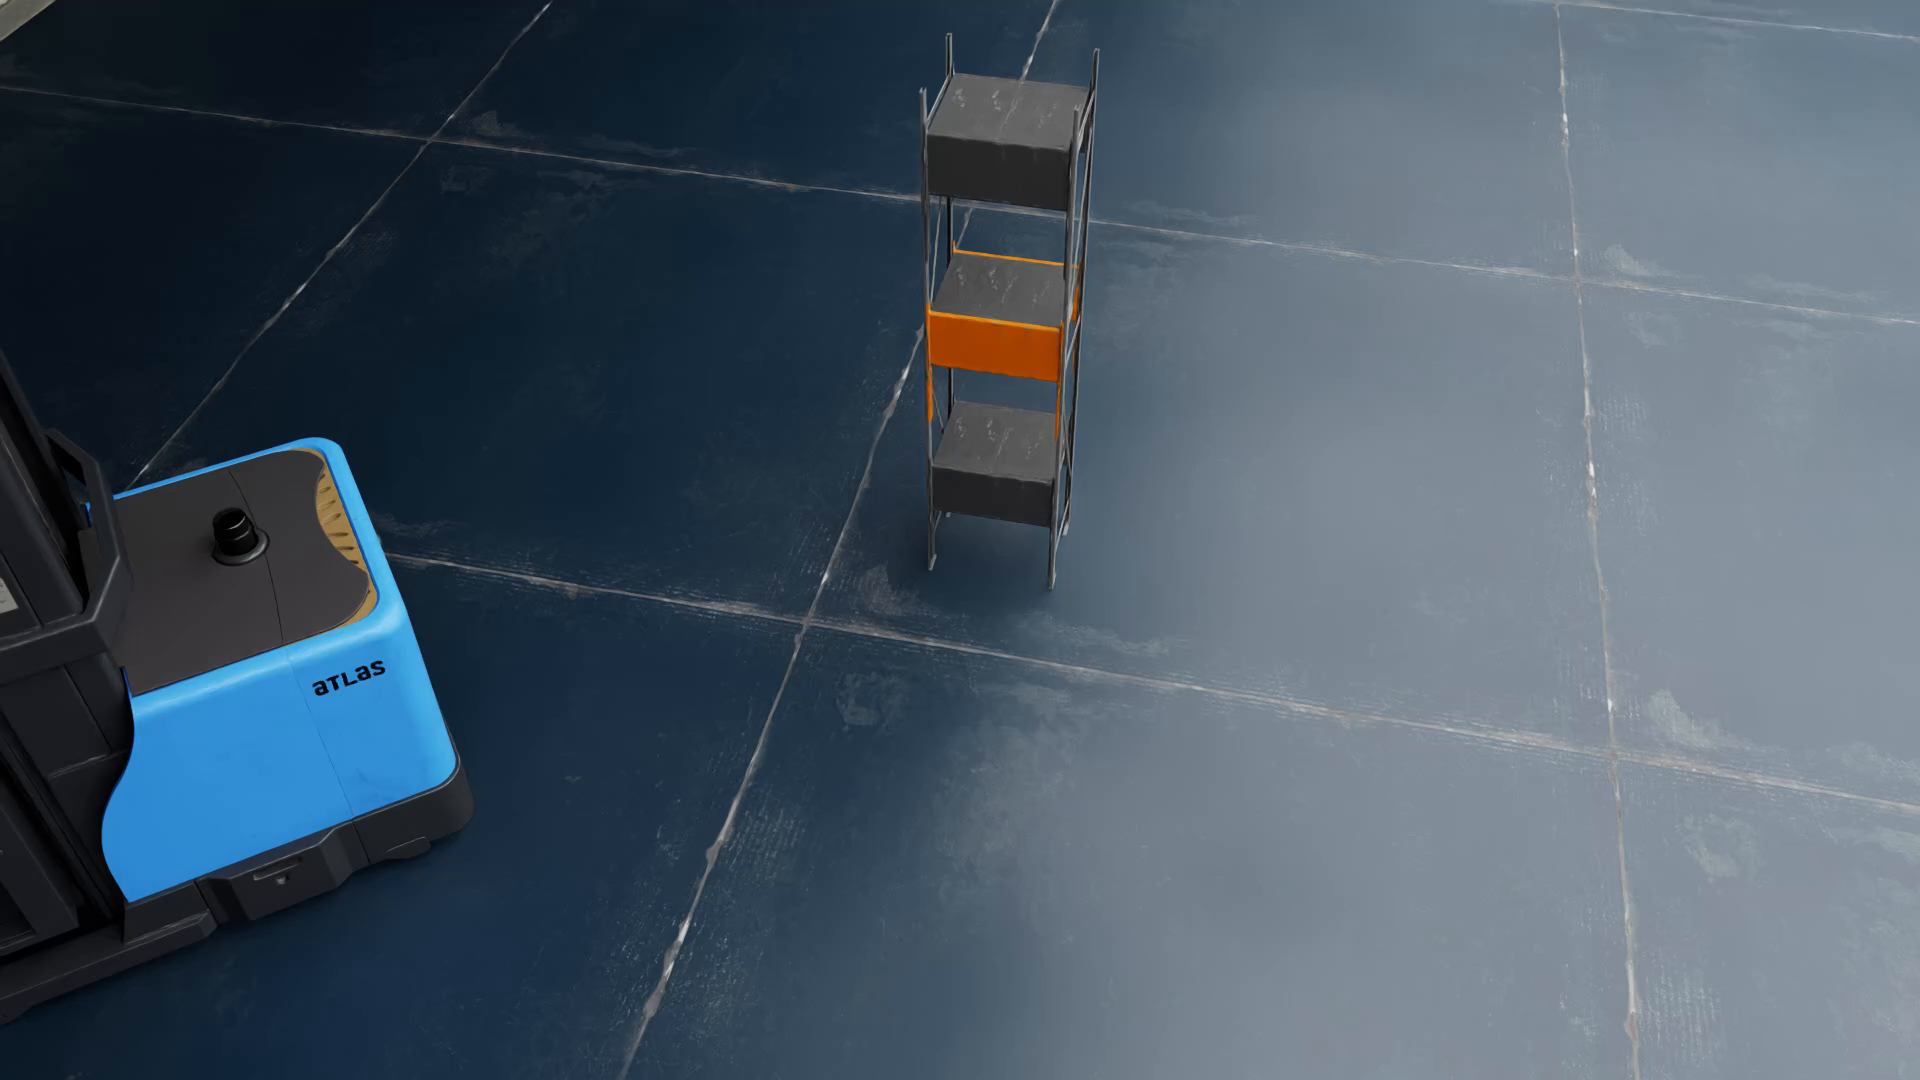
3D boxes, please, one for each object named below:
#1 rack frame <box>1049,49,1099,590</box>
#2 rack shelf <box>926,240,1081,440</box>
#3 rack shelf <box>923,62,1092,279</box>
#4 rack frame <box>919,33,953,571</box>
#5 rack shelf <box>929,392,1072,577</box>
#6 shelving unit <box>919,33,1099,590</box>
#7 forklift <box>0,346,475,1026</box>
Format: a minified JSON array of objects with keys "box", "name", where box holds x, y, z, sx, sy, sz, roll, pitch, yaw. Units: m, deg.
[{"box":[0.400,-0.694,5.957,0.015,2.100,0.400,9,45,9],"name":"rack frame"},{"box":[0.162,-0.722,6.005,0.480,0.518,0.431,9,45,9],"name":"rack shelf"},{"box":[0.162,-1.226,5.520,0.480,0.518,0.431,9,45,9],"name":"rack shelf"},{"box":[-0.077,-0.768,6.034,0.015,2.100,0.400,9,45,9],"name":"rack frame"},{"box":[0.162,-0.217,6.491,0.480,0.518,0.431,9,45,9],"name":"rack shelf"},{"box":[0.162,-0.731,5.996,0.503,2.100,0.431,9,45,9],"name":"shelving unit"},{"box":[-3.207,0.124,4.507,3.031,2.935,1.130,-20,47,-20],"name":"forklift"}]
